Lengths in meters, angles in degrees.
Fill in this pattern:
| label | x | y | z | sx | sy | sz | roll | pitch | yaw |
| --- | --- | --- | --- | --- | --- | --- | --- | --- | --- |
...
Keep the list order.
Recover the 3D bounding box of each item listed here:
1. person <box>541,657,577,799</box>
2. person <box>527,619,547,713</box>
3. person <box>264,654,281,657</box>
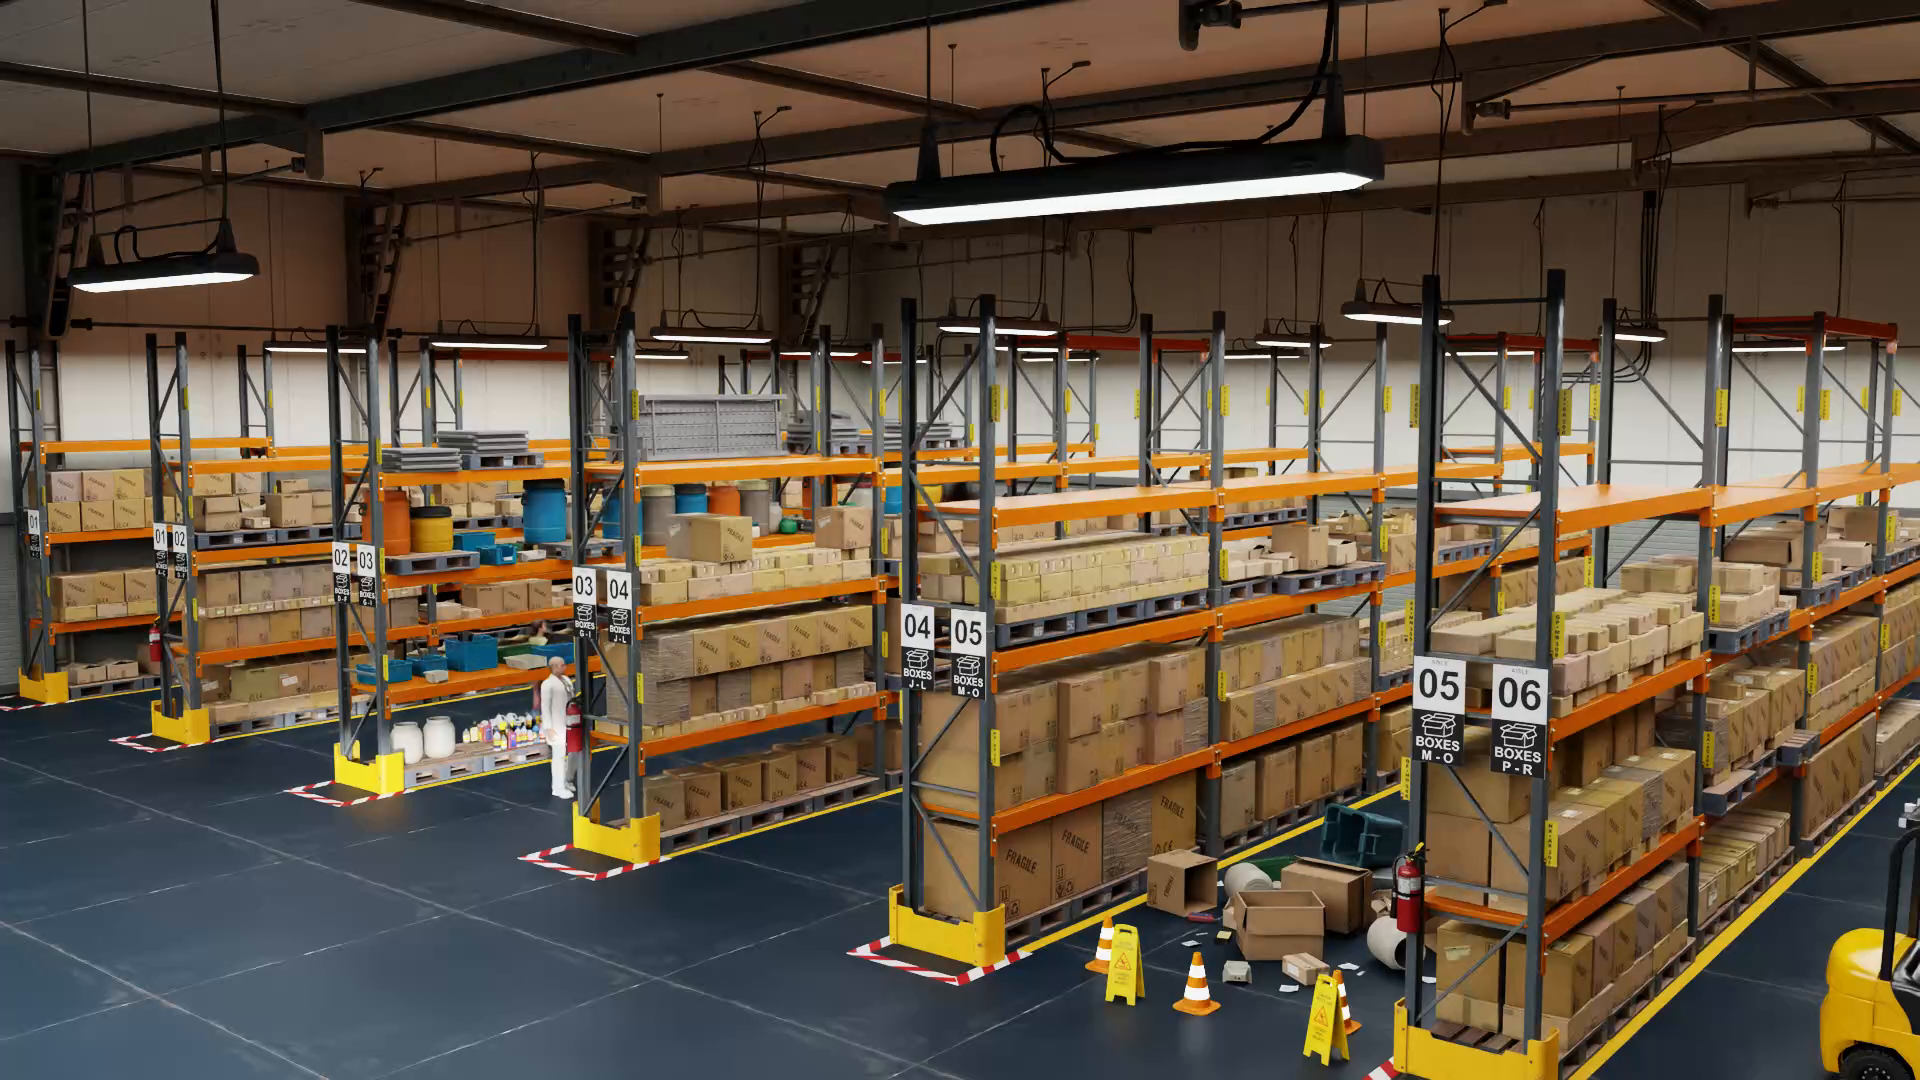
| label | x | y | z | sx | sy | sz | roll | pitch | yaw |
| --- | --- | --- | --- | --- | --- | --- | --- | --- | --- |
| person | -5.086 | 2.382 | 21.278 | 0.586 | 1.799 | 0.660 | 3 | 6 | 31 |
| person | -6.482 | 2.063 | 25.710 | 0.446 | 1.711 | 0.600 | 0 | 5 | 5 |
| person | -11.795 | 1.787 | 28.476 | 0.603 | 1.693 | 0.544 | -4 | 6 | -36 |
